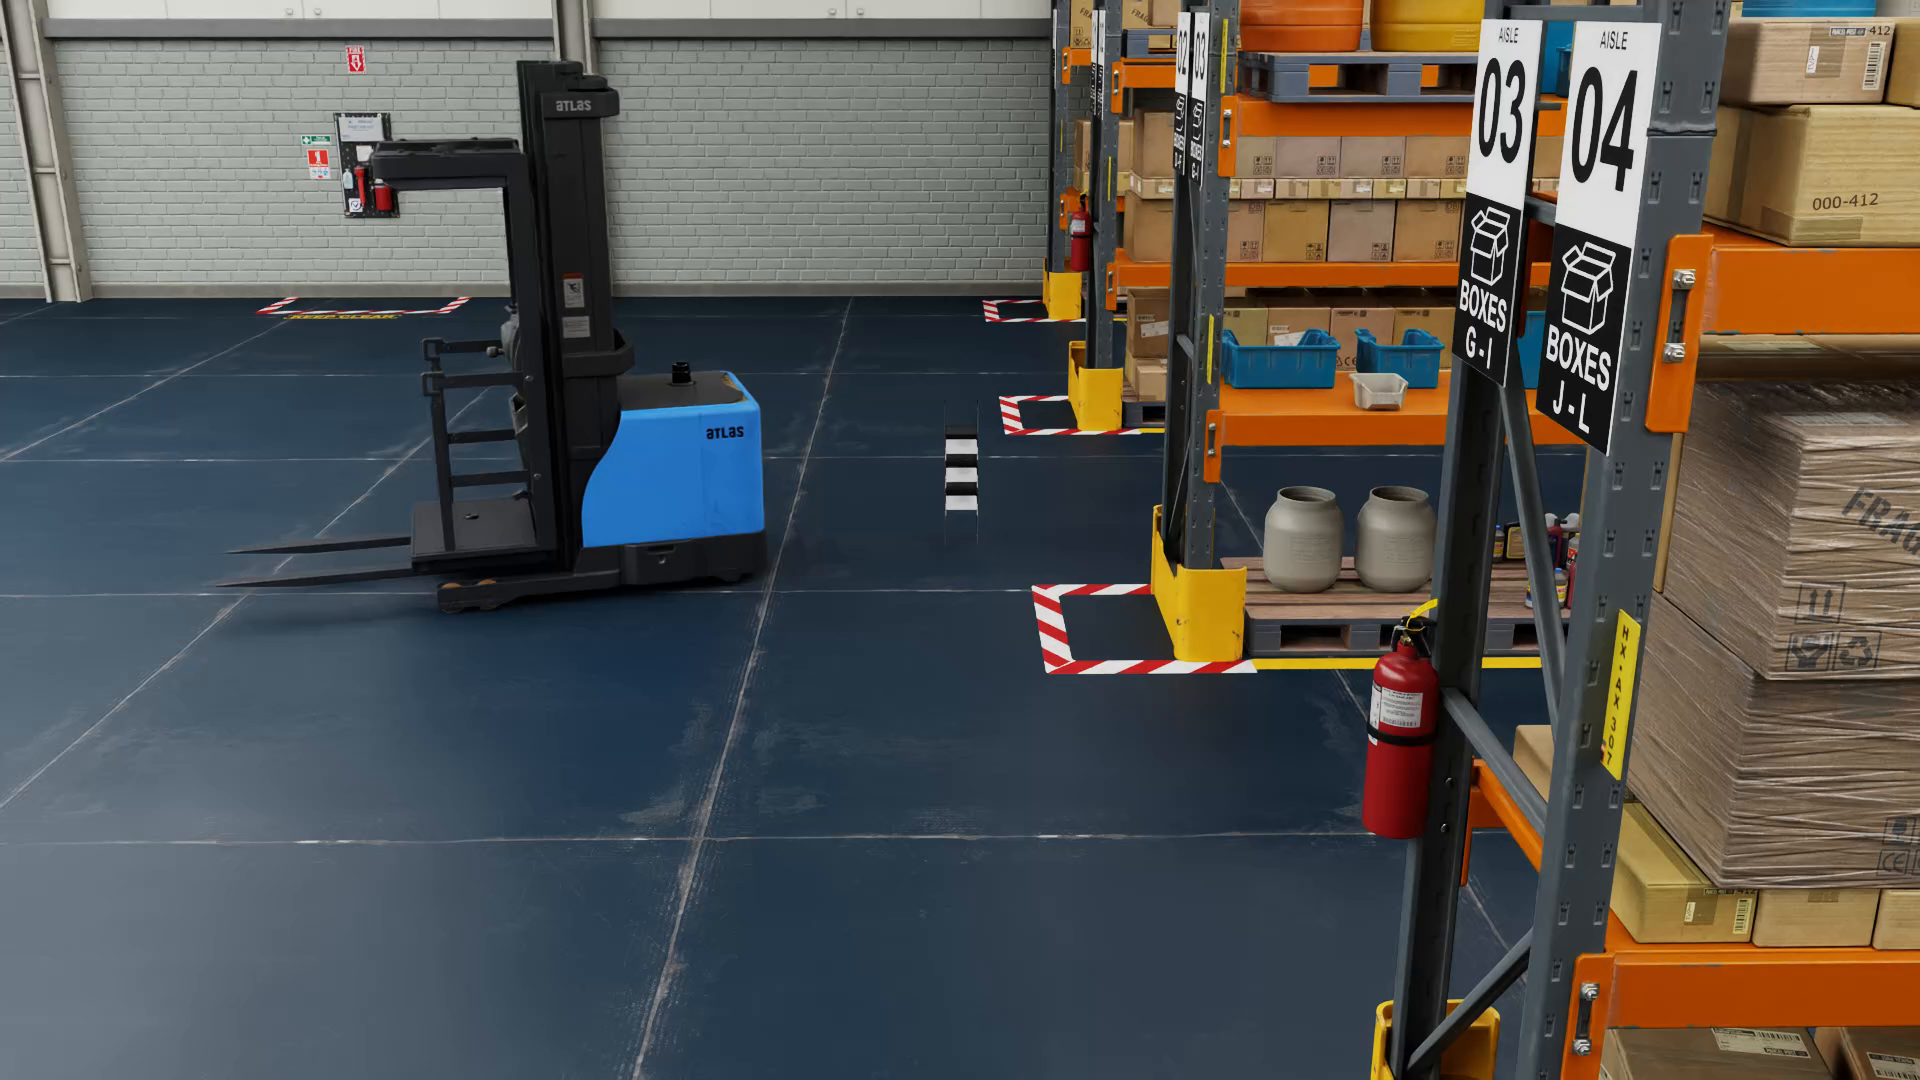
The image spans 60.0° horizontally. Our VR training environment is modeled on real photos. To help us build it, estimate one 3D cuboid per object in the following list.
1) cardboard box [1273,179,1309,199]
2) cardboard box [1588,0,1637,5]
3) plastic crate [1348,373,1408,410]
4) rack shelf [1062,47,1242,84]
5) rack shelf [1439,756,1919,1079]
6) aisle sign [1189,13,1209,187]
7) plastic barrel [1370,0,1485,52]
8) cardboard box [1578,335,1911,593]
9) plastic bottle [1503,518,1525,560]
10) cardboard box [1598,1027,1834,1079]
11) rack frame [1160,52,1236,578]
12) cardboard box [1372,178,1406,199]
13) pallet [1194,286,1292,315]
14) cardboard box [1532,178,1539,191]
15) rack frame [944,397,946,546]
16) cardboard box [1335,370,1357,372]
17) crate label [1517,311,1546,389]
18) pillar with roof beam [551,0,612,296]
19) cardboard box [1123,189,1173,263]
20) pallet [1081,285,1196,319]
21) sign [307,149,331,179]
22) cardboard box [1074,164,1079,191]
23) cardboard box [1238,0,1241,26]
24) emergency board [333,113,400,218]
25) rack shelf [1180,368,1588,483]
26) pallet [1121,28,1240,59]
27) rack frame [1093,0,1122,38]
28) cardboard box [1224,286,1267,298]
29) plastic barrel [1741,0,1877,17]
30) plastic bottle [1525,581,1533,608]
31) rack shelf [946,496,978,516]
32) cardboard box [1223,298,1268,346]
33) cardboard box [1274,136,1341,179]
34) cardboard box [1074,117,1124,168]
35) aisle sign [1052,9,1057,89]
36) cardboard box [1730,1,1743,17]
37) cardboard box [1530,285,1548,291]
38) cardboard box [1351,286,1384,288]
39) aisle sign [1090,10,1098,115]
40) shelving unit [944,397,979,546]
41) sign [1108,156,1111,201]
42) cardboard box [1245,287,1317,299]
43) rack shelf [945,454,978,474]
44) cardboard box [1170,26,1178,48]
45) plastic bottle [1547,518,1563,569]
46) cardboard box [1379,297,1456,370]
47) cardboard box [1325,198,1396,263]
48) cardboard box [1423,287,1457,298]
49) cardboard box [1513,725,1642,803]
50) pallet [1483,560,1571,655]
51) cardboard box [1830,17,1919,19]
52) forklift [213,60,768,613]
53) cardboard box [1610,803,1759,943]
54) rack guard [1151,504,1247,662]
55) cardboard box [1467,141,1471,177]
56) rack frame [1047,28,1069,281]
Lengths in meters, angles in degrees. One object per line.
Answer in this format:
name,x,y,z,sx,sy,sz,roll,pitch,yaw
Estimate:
cardboard box,2.563,-2.773,13.055,0.250,0.149,0.380,-1,18,-3
cardboard box,6.834,-5.667,17.541,0.500,0.500,0.500,-1,18,-3
plastic crate,2.110,-0.742,8.383,0.250,0.136,0.298,0,18,-1
rack shelf,3.053,-5.083,17.749,4.000,0.370,1.077,0,18,-1
rack shelf,3.288,0.884,4.060,4.000,0.370,1.077,0,18,-1
aisle sign,1.142,-2.110,7.958,0.004,0.787,0.394,0,18,-1
plastic barrel,2.348,-2.724,8.222,0.600,0.588,0.600,0,18,0
cardboard box,1.834,-0.193,3.950,0.500,0.500,0.500,0,18,-1
plastic bottle,3.156,-0.027,9.447,0.133,0.283,0.061,0,18,0
cardboard box,1.913,1.543,4.231,0.500,0.500,0.500,3,18,9
rack frame,1.210,-0.962,8.635,0.127,3.000,1.000,0,18,-1
cardboard box,3.331,-2.776,13.065,0.250,0.149,0.380,0,18,1
pallet,3.159,-2.658,18.489,1.213,0.211,1.003,0,18,-1
cardboard box,4.357,-2.781,13.081,0.250,0.149,0.380,-1,18,-2
rack frame,-0.094,-0.428,10.409,0.006,0.900,0.240,0,18,-1
cardboard box,3.175,-1.307,13.525,0.500,0.250,0.500,0,18,-1
crate label,3.046,-1.070,8.915,0.616,0.435,0.502,0,18,-1
pillar with roof beam,-4.192,-5.768,13.796,0.400,9.000,9.100,0,18,-1
cardboard box,1.602,-2.521,13.331,0.500,0.500,0.700,0,18,-1
pallet,1.942,-2.653,18.473,1.213,0.211,1.003,0,18,-1
sign,-7.286,-4.272,18.895,0.234,0.329,0.001,0,18,-1
cardboard box,1.518,-3.987,18.279,0.500,0.250,0.500,0,18,0
cardboard box,2.282,-4.184,13.099,0.500,0.250,0.500,0,18,-1
emergency board,-6.731,-4.226,18.811,0.643,1.169,0.194,0,18,-1
rack shelf,3.209,-0.629,8.775,4.000,0.370,1.077,0,18,-1
pallet,1.843,-3.856,12.893,1.213,0.211,1.003,0,18,-1
rack frame,1.135,-5.331,12.435,0.127,3.000,1.000,0,18,-1
cardboard box,3.051,-2.974,18.279,0.500,0.500,0.700,-1,18,-4
plastic barrel,4.212,-2.876,8.183,0.708,0.901,0.600,0,18,-1
plastic bottle,3.027,0.214,8.715,0.097,0.271,0.097,0,18,0
rack shelf,0.008,-0.225,10.475,0.200,0.077,0.258,0,18,-1
cardboard box,2.175,-1.660,13.398,0.500,0.500,0.500,0,18,-1
cardboard box,2.685,-3.146,13.155,0.500,0.500,0.700,0,18,-1
cardboard box,1.521,-4.350,18.182,0.500,0.500,0.500,0,18,-1
aisle sign,0.986,-5.134,17.384,0.004,0.787,0.394,0,18,-1
cardboard box,5.751,-4.051,12.912,0.500,0.250,0.500,2,18,5
cardboard box,6.304,-3.053,18.525,0.500,0.500,0.700,-1,18,-2
cardboard box,4.518,-2.856,18.457,0.250,0.166,0.380,-3,18,-8
aisle sign,1.065,-3.802,13.233,0.004,0.787,0.394,0,18,-1
shelving unit,0.008,-0.429,10.410,0.210,0.900,0.258,0,18,-1
sign,1.138,-2.755,12.679,0.005,0.325,0.100,0,18,-1
cardboard box,2.666,-1.825,13.913,0.500,0.500,0.500,0,18,-1
rack shelf,0.008,-0.482,10.393,0.200,0.077,0.258,0,18,-1
cardboard box,2.448,-5.394,17.344,0.500,0.500,0.500,1,18,2
plastic bottle,3.294,0.019,9.304,0.133,0.283,0.061,0,18,-1
cardboard box,3.675,-1.670,13.430,0.500,0.500,0.500,0,18,-1
cardboard box,3.150,-2.529,13.357,0.500,0.500,0.700,0,18,1
cardboard box,4.166,-1.830,13.929,0.500,0.500,0.500,0,18,-1
cardboard box,1.570,0.606,4.159,0.250,0.149,0.380,0,18,-1
pallet,3.314,0.344,9.130,1.213,0.211,1.003,0,18,-1
cardboard box,2.095,-1.093,3.726,0.250,0.149,0.380,-1,18,-3
forklift,-2.709,-1.166,9.385,3.031,2.935,1.130,-5,19,-16
cardboard box,1.577,0.742,3.735,0.250,0.149,0.380,0,18,-1
rack guard,1.285,0.214,9.063,0.348,0.500,1.175,0,18,-1
cardboard box,4.186,-3.152,13.177,0.500,0.500,0.700,0,18,-1
rack frame,1.053,-3.988,18.068,0.127,3.000,1.000,0,18,-1
